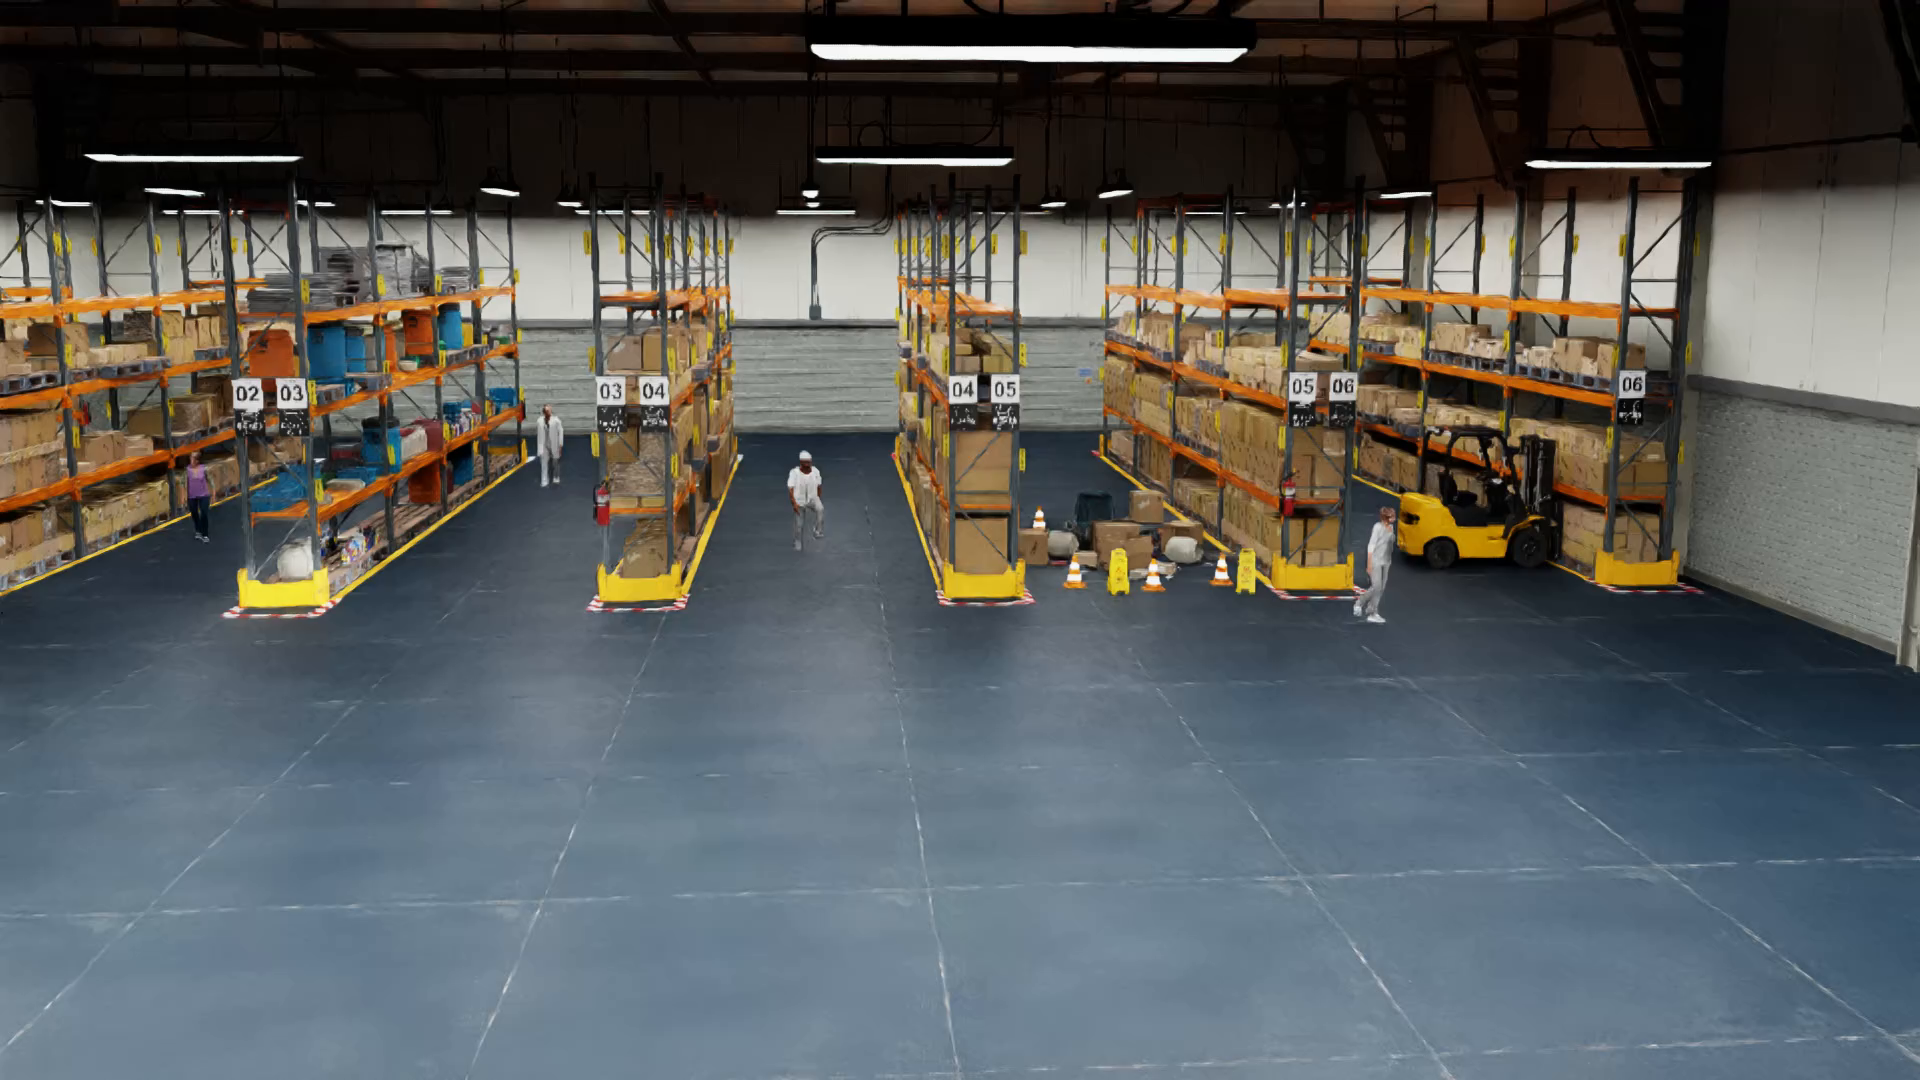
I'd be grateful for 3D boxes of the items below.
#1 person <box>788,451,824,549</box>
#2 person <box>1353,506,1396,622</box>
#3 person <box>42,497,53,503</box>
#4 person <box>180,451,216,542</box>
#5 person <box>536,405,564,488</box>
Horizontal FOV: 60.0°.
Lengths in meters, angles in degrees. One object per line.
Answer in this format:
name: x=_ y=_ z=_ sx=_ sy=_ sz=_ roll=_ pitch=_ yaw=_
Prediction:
person: x=-2.541 y=-0.635 z=27.279 sx=0.569 sy=1.681 sz=1.040 roll=-2 pitch=10 yaw=-13
person: x=5.581 y=0.313 z=22.378 sx=0.478 sy=1.590 sz=0.489 roll=-9 pitch=14 yaw=-42
person: x=-16.985 y=-1.156 z=30.383 sx=0.533 sy=1.658 sz=1.040 roll=1 pitch=10 yaw=4
person: x=-13.072 y=-0.770 z=28.589 sx=0.542 sy=1.563 sz=0.613 roll=-2 pitch=10 yaw=-13
person: x=-8.628 y=-1.990 z=34.982 sx=0.603 sy=1.724 sz=1.110 roll=-1 pitch=10 yaw=-6
